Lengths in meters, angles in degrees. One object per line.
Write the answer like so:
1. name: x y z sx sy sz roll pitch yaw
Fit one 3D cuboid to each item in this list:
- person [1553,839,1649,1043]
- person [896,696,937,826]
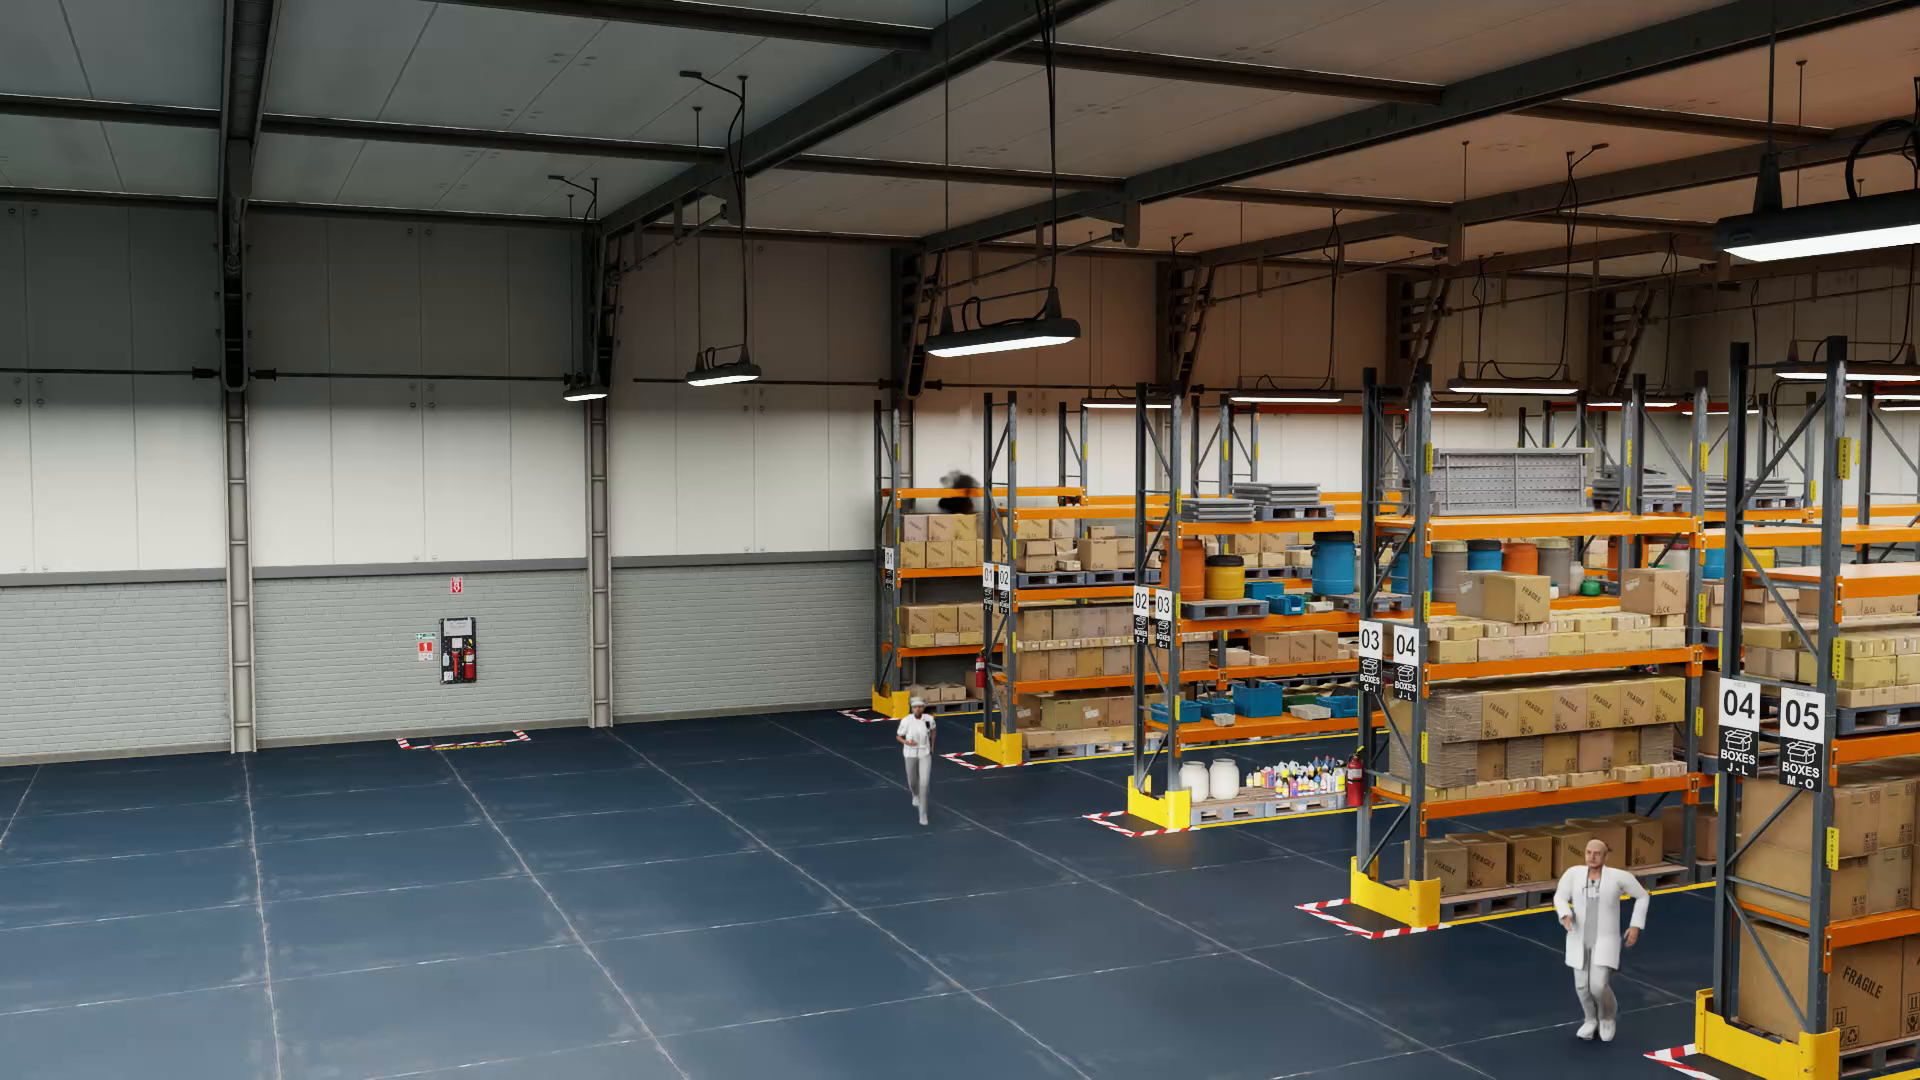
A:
1. person: 5.463 3.455 14.288 0.750 1.758 0.695 2 4 36
2. person: -0.609 2.997 22.911 0.525 1.737 1.022 0 3 2
